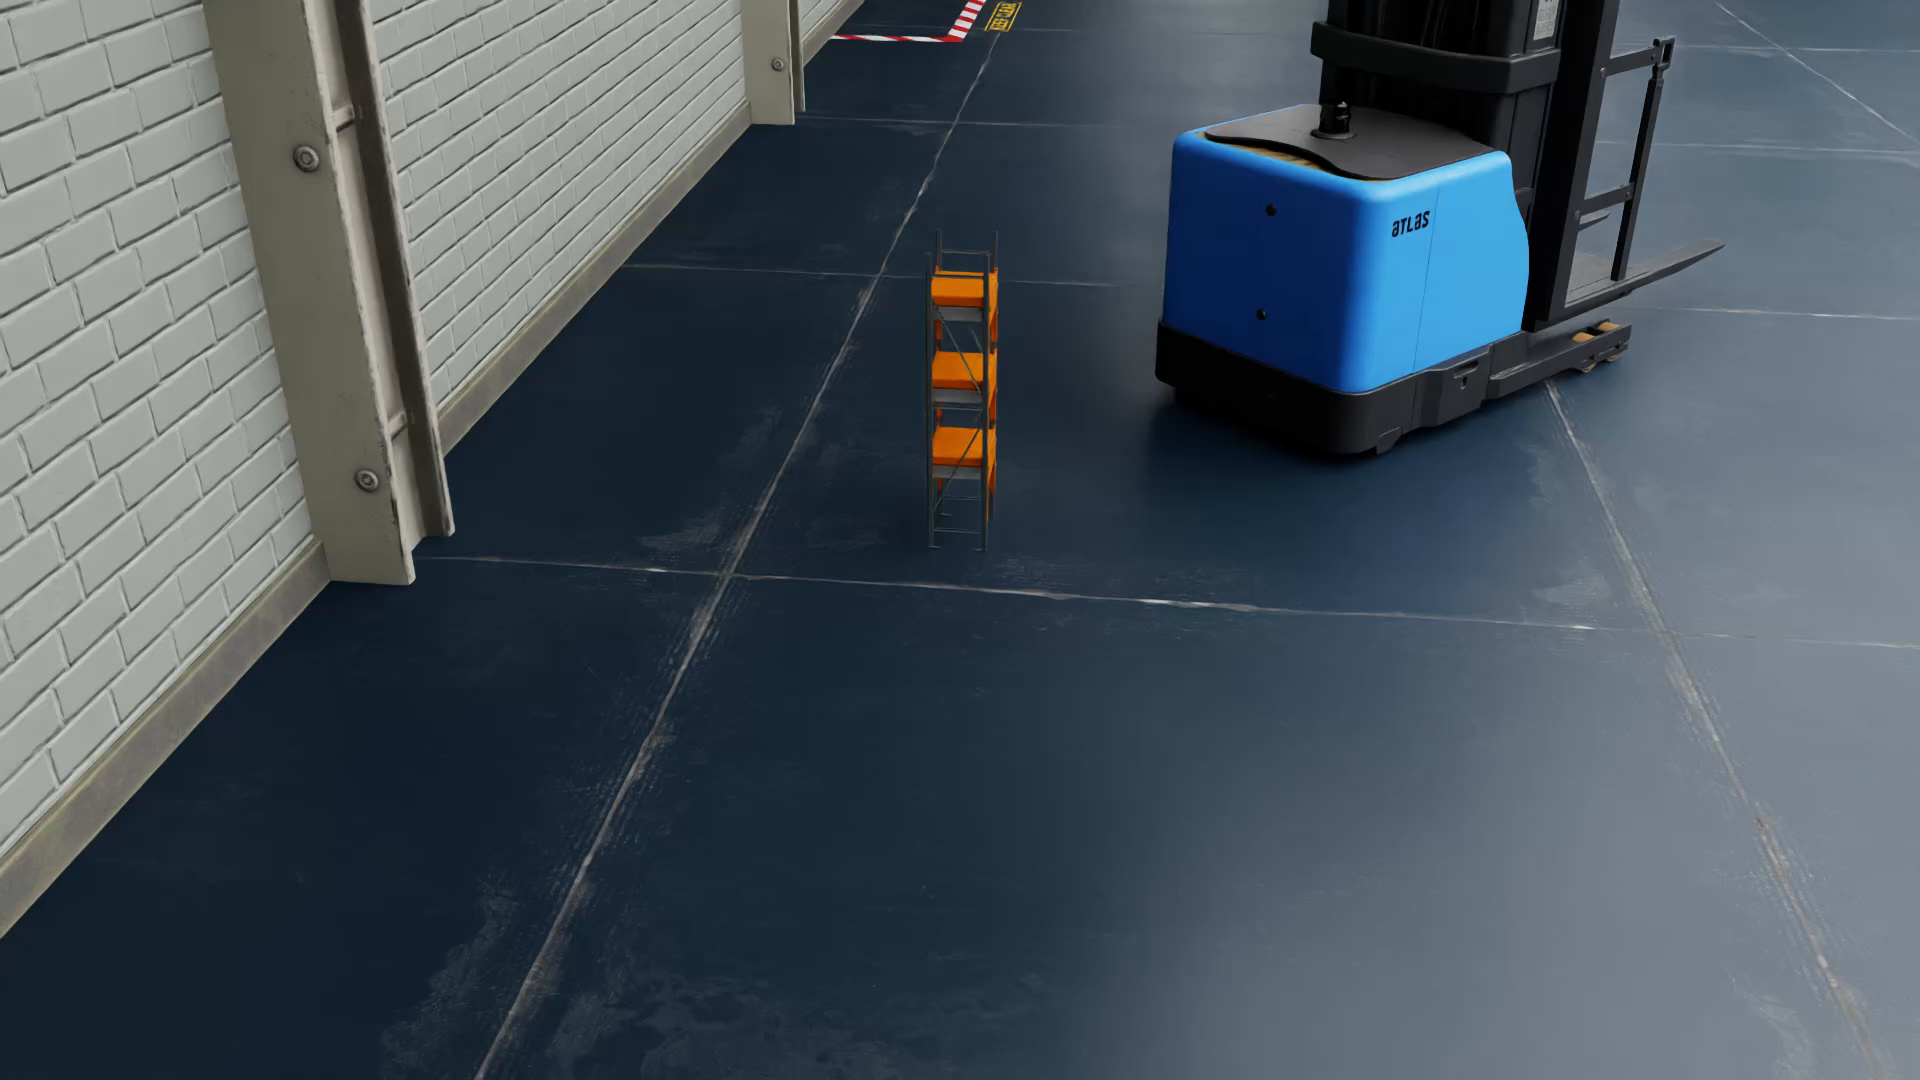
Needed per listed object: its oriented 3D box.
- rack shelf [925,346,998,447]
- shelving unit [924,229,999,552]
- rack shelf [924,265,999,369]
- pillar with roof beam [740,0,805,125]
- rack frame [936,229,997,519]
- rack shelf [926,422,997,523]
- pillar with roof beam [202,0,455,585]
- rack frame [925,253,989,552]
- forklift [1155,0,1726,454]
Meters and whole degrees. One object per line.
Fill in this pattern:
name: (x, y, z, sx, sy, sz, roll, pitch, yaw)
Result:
rack shelf: (0.007, -0.478, 5.553, 0.215, 0.259, 0.240, 3, 28, 6)
shelving unit: (0.007, -0.487, 5.548, 0.215, 1.050, 0.252, 3, 28, 6)
rack shelf: (0.007, -0.728, 5.418, 0.215, 0.259, 0.240, 3, 28, 6)
pillar with roof beam: (3.067, -6.489, 8.307, 9.100, 9.000, 0.400, 3, 28, 6)
rack frame: (0.022, -0.545, 5.654, 0.200, 1.050, 0.008, 3, 28, 6)
rack shelf: (0.007, -0.233, 5.685, 0.215, 0.259, 0.240, 3, 28, 6)
pillar with roof beam: (2.332, -3.665, 3.065, 9.100, 9.000, 0.400, 3, 28, 6)
rack frame: (-0.008, -0.430, 5.441, 0.200, 1.050, 0.008, 3, 28, 6)
forklift: (2.263, -2.176, 6.698, 3.031, 2.935, 1.130, -21, 35, -34)
